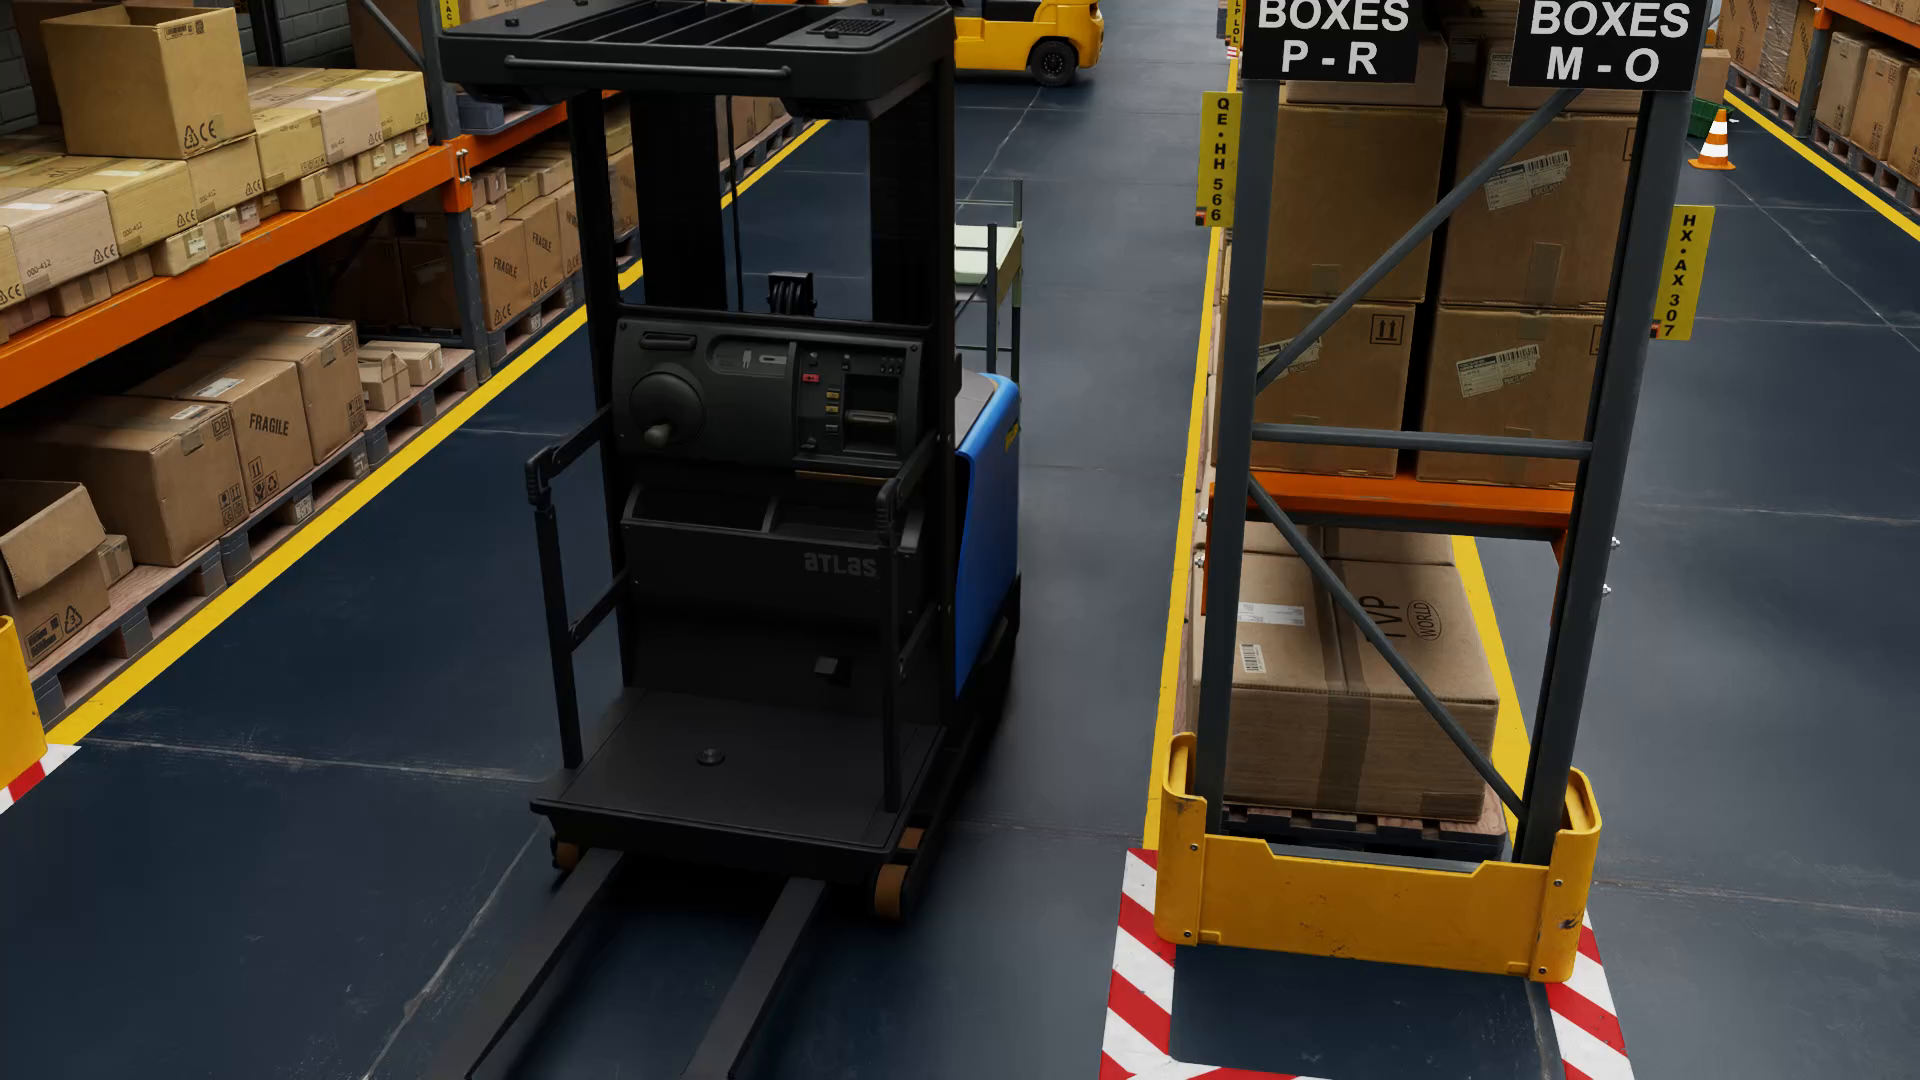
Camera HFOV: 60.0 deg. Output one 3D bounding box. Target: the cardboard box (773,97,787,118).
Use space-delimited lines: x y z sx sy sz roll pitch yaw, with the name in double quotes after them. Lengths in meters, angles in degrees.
-1.982 -4.178 14.943 0.875 0.625 0.625 4 25 8 "cardboard box"

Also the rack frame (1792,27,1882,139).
8.024 -4.963 14.315 1.000 3.000 0.127 4 25 9 "rack frame"

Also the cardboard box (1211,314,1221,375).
1.608 -0.693 7.718 0.875 0.438 0.875 4 25 8 "cardboard box"

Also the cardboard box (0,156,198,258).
-3.233 -1.248 6.205 0.500 0.250 0.500 4 25 8 "cardboard box"

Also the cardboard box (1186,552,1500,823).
1.172 0.442 5.294 0.875 0.438 0.875 3 25 7 "cardboard box"

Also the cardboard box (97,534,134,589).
-3.433 0.089 6.388 0.380 0.149 0.250 3 25 6 "cardboard box"

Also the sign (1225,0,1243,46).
1.280 -2.440 7.652 0.100 0.325 0.005 4 25 9 "sign"

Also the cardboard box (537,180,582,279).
-2.616 -1.937 10.303 0.500 0.500 0.500 3 25 7 "cardboard box"

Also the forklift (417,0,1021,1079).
-0.612 -0.391 4.629 1.130 2.935 3.031 6 26 12 "forklift"

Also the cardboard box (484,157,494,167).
-3.135 -2.330 10.379 0.380 0.149 0.250 4 25 9 "cardboard box"

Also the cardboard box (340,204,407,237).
-3.305 -1.786 9.216 0.380 0.149 0.250 3 25 6 "cardboard box"

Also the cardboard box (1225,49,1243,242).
1.064 -1.182 4.940 0.500 0.500 0.500 4 25 9 "cardboard box"

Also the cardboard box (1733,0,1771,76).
8.491 -5.208 16.848 0.875 0.875 0.875 4 25 8 "cardboard box"

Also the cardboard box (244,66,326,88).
-3.428 -2.139 8.107 0.500 0.250 0.500 4 25 8 "cardboard box"

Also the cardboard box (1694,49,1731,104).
7.266 -4.553 16.383 0.500 0.500 0.500 8 26 18 "cardboard box"

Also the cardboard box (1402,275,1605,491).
1.525 -0.471 4.601 0.500 0.500 0.500 4 25 8 "cardboard box"

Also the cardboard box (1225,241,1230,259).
1.152 -0.935 5.592 0.500 0.500 0.500 5 26 10 "cardboard box"

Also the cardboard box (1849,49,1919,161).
7.850 -3.465 13.274 1.050 0.750 0.750 4 25 9 "cardboard box"

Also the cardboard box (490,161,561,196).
-2.651 -2.191 10.080 0.380 0.149 0.250 4 25 8 "cardboard box"

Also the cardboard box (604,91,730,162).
-2.311 -3.308 13.085 0.875 0.625 0.625 5 26 10 "cardboard box"

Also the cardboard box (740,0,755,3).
-1.949 -4.460 13.417 0.500 0.250 0.500 3 25 7 "cardboard box"

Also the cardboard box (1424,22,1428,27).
1.677 -1.357 5.313 0.500 0.500 0.500 4 25 8 "cardboard box"

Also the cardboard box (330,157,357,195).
-2.993 -1.667 7.570 0.380 0.149 0.250 5 25 10 "cardboard box"

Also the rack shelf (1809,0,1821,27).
8.351 -5.474 16.255 1.077 0.370 4.000 4 25 9 "rack shelf"

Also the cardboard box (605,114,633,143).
-2.358 -2.838 11.462 0.380 0.149 0.250 3 25 7 "cardboard box"

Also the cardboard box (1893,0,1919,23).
7.424 -4.175 12.513 0.500 0.500 0.500 4 25 9 "cardboard box"

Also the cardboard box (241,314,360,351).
-3.422 -0.973 8.466 0.500 0.311 0.500 5 26 10 "cardboard box"

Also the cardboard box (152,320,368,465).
-3.193 -0.684 7.626 0.700 0.500 0.500 3 25 7 "cardboard box"

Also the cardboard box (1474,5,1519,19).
1.623 -1.382 4.601 0.380 0.149 0.250 5 26 10 "cardboard box"

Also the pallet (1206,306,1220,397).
1.869 -0.983 9.101 1.003 0.211 1.213 4 25 9 "pallet"

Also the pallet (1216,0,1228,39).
2.482 -3.810 12.077 1.213 0.211 1.003 4 25 9 "pallet"

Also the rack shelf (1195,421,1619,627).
1.490 -0.756 6.175 1.077 0.370 4.000 4 25 9 "rack shelf"

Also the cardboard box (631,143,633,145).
-2.376 -2.591 11.700 0.500 0.500 0.500 4 25 8 "cardboard box"

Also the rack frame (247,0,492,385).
-3.081 -2.260 8.541 1.000 3.000 0.127 4 25 9 "rack frame"

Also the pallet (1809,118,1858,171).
7.973 -3.372 14.206 1.003 0.211 1.213 4 25 9 "pallet"

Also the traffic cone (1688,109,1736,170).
6.315 -3.358 13.878 0.336 0.463 0.334 4 25 9 "traffic cone"

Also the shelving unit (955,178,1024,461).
0.001 -0.682 6.938 0.431 1.500 0.755 4 25 9 "shelving unit"

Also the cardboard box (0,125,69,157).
-3.664 -1.506 6.755 0.500 0.250 0.500 4 25 8 "cardboard box"

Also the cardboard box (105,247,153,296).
-3.266 -1.027 6.202 0.380 0.149 0.250 4 25 9 "cardboard box"

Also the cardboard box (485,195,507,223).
-2.791 -1.865 9.384 0.380 0.149 0.250 3 25 7 "cardboard box"

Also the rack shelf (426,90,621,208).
-2.754 -2.771 10.480 1.077 0.370 4.000 4 25 9 "rack shelf"

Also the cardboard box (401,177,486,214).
-2.819 -1.883 9.071 0.380 0.149 0.250 4 25 8 "cardboard box"

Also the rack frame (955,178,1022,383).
0.061 -0.835 7.265 0.400 1.500 0.023 4 25 9 "rack frame"

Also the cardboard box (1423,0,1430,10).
1.784 -1.925 5.762 0.380 0.149 0.250 4 25 9 "cardboard box"

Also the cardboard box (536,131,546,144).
-2.982 -2.650 11.061 0.380 0.149 0.250 3 25 7 "cardboard box"

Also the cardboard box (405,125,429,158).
-2.884 -1.996 8.272 0.380 0.149 0.250 4 25 9 "cardboard box"

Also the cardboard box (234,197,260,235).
-3.153 -1.352 6.896 0.380 0.149 0.250 4 25 8 "cardboard box"

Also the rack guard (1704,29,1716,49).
8.682 -5.514 18.441 1.175 0.500 0.348 4 25 9 "rack guard"

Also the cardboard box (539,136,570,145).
-2.502 -2.508 10.759 0.380 0.149 0.250 3 25 6 "cardboard box"

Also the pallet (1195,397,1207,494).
1.615 -0.342 7.733 1.003 0.211 1.213 4 25 9 "pallet"

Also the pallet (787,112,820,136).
-1.855 -4.033 15.616 1.003 0.211 1.213 4 25 9 "pallet"

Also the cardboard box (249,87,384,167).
-2.990 -1.887 7.569 0.500 0.250 0.500 4 25 9 "cardboard box"

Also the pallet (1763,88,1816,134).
8.226 -4.013 15.574 1.003 0.211 1.213 4 25 9 "pallet"

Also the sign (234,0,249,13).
-3.629 -2.822 8.374 0.100 0.325 0.005 4 25 9 "sign"

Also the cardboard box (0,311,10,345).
-3.414 -0.702 5.507 0.380 0.149 0.250 5 25 10 "cardboard box"

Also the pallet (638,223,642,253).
-2.586 -2.361 12.045 1.003 0.211 1.213 4 25 9 "pallet"

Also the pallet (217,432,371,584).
-3.391 -0.198 7.425 1.003 0.211 1.213 4 25 9 "pallet"

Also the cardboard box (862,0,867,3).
-1.221 -5.607 17.258 0.500 0.250 0.500 5 26 10 "cardboard box"
